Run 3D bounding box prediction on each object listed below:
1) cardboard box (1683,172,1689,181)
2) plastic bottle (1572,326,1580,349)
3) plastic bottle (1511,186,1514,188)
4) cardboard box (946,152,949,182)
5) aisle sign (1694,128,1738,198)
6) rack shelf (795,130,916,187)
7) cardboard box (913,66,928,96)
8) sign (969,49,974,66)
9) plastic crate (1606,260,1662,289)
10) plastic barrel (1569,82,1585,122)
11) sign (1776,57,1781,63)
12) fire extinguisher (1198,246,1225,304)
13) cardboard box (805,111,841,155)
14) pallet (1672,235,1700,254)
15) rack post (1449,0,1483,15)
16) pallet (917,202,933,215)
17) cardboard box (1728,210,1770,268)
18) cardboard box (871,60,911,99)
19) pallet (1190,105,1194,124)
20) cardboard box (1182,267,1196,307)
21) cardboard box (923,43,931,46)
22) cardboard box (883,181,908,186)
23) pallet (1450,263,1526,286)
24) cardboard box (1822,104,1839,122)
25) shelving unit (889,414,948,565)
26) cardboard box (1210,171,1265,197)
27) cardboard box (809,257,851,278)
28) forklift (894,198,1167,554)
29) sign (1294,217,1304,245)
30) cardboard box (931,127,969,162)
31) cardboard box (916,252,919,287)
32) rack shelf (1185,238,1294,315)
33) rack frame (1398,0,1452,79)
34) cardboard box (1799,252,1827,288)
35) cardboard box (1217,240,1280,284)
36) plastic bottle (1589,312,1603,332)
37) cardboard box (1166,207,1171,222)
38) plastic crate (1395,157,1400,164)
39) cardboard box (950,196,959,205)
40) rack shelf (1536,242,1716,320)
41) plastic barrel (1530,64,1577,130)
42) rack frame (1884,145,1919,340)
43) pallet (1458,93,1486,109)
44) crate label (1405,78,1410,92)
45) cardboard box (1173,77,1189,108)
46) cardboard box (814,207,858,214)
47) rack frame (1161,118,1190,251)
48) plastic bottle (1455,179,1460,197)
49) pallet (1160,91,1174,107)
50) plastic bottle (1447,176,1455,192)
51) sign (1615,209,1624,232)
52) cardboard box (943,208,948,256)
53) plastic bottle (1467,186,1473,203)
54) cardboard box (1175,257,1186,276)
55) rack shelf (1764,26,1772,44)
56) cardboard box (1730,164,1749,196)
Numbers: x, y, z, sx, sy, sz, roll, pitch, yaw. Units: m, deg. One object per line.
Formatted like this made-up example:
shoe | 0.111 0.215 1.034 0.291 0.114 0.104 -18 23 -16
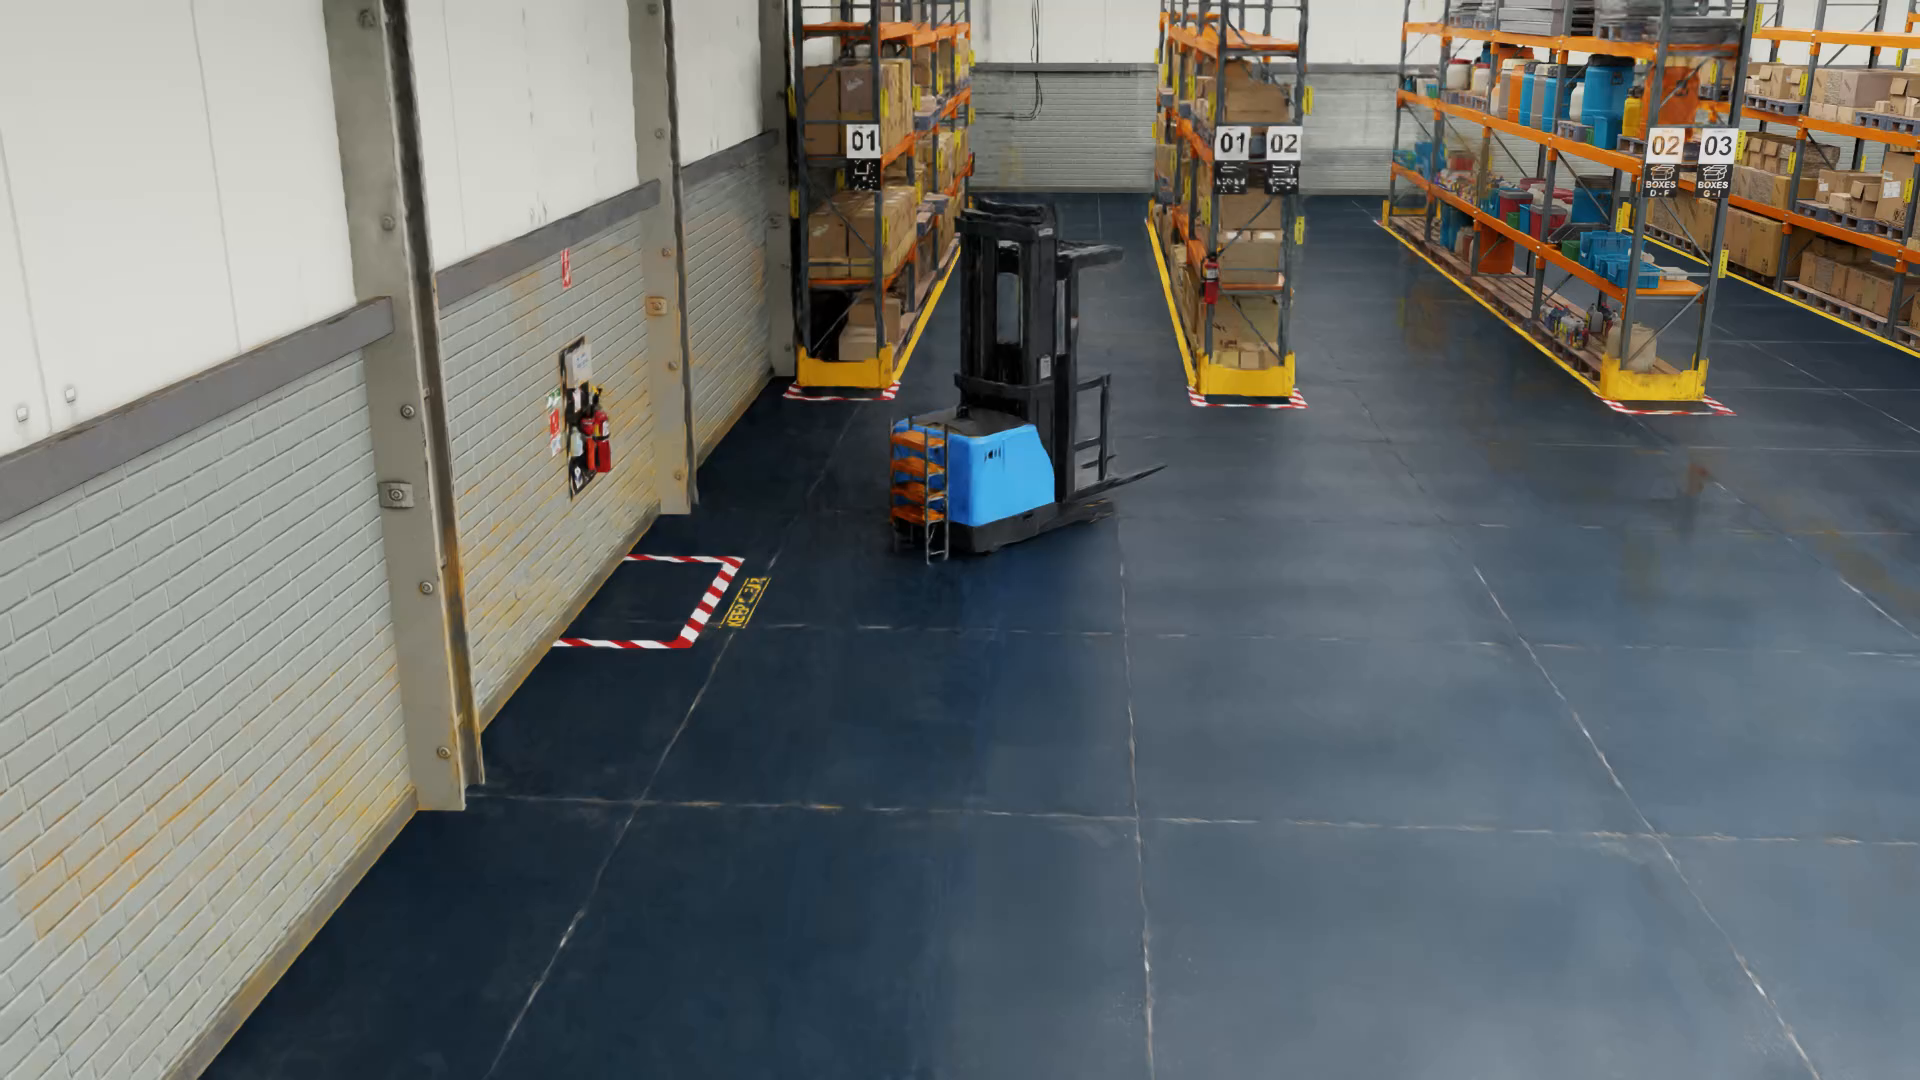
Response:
cardboard box | 13.966 -6.895 31.551 0.380 0.149 0.250 1 18 3
plastic bottle | 8.118 -2.671 21.914 0.061 0.283 0.133 2 18 5
plastic bottle | 9.369 -5.867 28.218 0.097 0.271 0.097 0 18 0
cardboard box | -0.471 -6.664 29.773 0.500 0.500 0.500 2 18 5
aisle sign | 8.721 -4.343 19.184 0.394 0.787 0.004 1 18 4
rack shelf | -1.304 -5.062 21.892 1.077 0.370 4.000 1 18 4
cardboard box | -0.897 -7.673 27.838 0.700 0.500 0.500 0 18 0
sign | 0.240 -10.119 34.874 0.100 0.325 0.005 1 18 4
plastic crate | 8.171 -3.228 20.195 0.499 0.251 0.616 1 18 4
plastic barrel | 8.494 -5.927 22.524 0.421 0.512 0.421 0 18 0
sign | 14.776 -8.564 30.089 0.100 0.325 0.005 1 18 4
fire extinguisher | 3.022 -3.185 19.949 0.296 0.674 0.183 1 18 4
cardboard box | -1.670 -4.975 20.279 0.500 0.500 0.500 3 18 8
pallet | 14.367 -5.662 31.863 1.003 0.211 1.213 1 18 4
rack post | 9.202 -9.417 29.332 0.937 0.300 0.954 1 18 3
pallet | -0.975 -5.135 26.085 1.003 0.211 1.213 1 18 4
cardboard box | 14.089 -5.191 28.685 1.225 0.875 0.875 1 18 4
cardboard box | -0.955 -6.224 22.485 0.500 0.500 0.500 2 18 7
pallet | 4.030 -6.508 25.453 1.003 0.211 1.213 2 18 6
cardboard box | 3.435 -3.602 23.637 0.500 0.500 0.500 1 18 4
cardboard box | -0.770 -9.264 31.762 0.500 0.500 0.500 1 18 3
cardboard box | -1.091 -5.013 24.539 0.700 0.500 0.500 1 18 4
pallet | 9.022 -4.541 28.444 1.003 0.211 1.213 1 18 4
cardboard box | 13.623 -6.565 25.564 0.500 0.250 0.500 2 18 5
shelving unit | -0.355 -0.441 14.342 0.258 1.200 0.503 -15 23 -37
cardboard box | 3.647 -4.549 21.743 0.700 0.500 0.500 1 18 4
cardboard box | -1.608 -3.445 20.828 0.500 0.250 0.500 2 18 5
forklift | 0.782 -1.654 15.265 1.130 2.935 3.031 16 24 40
sign | 4.047 -3.683 19.827 0.100 0.325 0.005 1 18 4
cardboard box | -0.327 -8.310 34.986 0.980 0.700 0.700 2 18 6
cardboard box | -1.034 -4.326 26.616 0.700 0.500 0.500 1 18 4
rack shelf | 3.637 -3.527 22.025 1.077 0.370 4.000 1 18 4
rack frame | 9.581 -10.956 33.908 1.000 3.000 0.127 1 18 4
cardboard box | 13.919 -4.323 26.606 0.700 0.500 0.500 0 18 1
cardboard box | 3.540 -3.440 20.444 0.700 0.500 0.500 1 18 4
plastic bottle | 8.799 -3.023 22.998 0.152 0.276 0.135 1 18 4
cardboard box | 4.004 -5.897 30.206 0.500 0.250 0.500 1 18 4
plastic crate | 9.129 -7.842 34.364 0.250 0.136 0.298 1 18 4
cardboard box | -0.225 -6.736 32.963 0.380 0.149 0.250 2 18 6
rack shelf | 8.577 -3.415 21.684 1.077 0.370 4.000 1 18 4
plastic barrel | 8.587 -6.408 24.040 0.600 0.901 0.600 0 18 0
rack frame | 13.661 -4.268 23.131 1.000 3.000 0.127 1 18 4
pallet | 9.257 -7.601 28.788 1.003 0.211 1.213 1 18 4
crate label | 9.192 -9.181 33.546 0.408 0.251 0.502 1 18 4
cardboard box | 4.139 -7.662 28.510 0.910 0.500 0.500 1 18 4
cardboard box | -1.580 -3.959 21.193 0.500 0.500 0.500 2 18 5
rack frame | 4.354 -6.975 31.392 1.000 3.000 0.127 1 18 4
plastic bottle | 8.716 -6.154 29.075 0.061 0.283 0.133 1 18 4
pallet | 4.166 -7.788 29.357 1.213 0.211 1.003 1 18 4
plastic bottle | 8.815 -6.381 29.780 0.152 0.276 0.135 1 18 4
sign | 9.268 -4.494 23.377 0.100 0.325 0.005 1 18 4
cardboard box | -0.621 -5.517 29.722 0.750 0.750 0.750 1 18 4
plastic bottle | 8.668 -5.862 28.203 0.097 0.271 0.097 0 18 0
cardboard box | 3.632 -4.254 25.930 0.500 0.311 0.500 1 18 3
rack shelf | 14.378 -9.693 31.849 1.077 0.370 4.000 1 18 4
cardboard box | 13.880 -6.351 29.328 0.500 0.500 0.500 1 18 3
